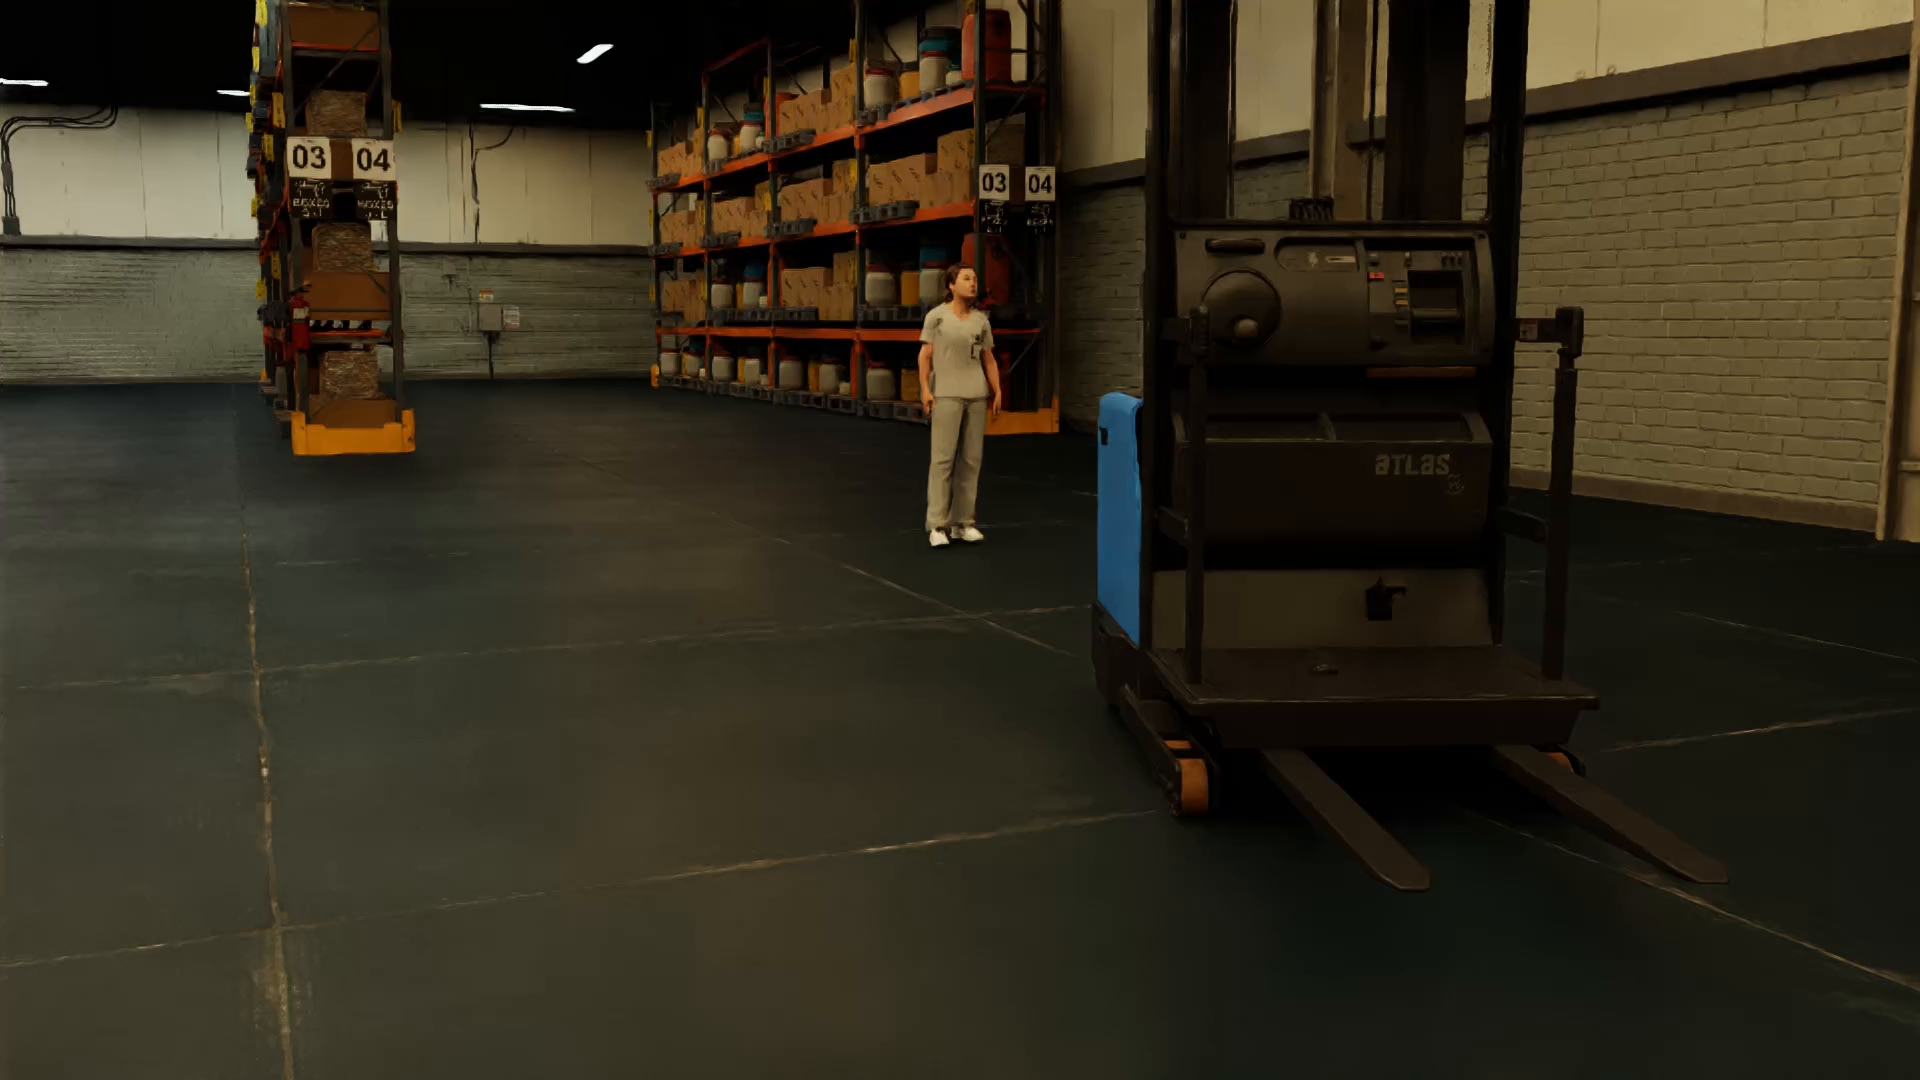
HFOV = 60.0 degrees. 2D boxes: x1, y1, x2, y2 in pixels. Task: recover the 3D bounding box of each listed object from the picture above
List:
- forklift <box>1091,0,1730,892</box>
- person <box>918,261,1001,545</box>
[{"bbox_3d":[1.101,-0.749,4.616,1.130,2.935,3.031,0,8,-4],"label":"forklift"},{"bbox_3d":[0.017,-0.828,9.971,0.550,1.674,0.548,-3,8,-23],"label":"person"}]
